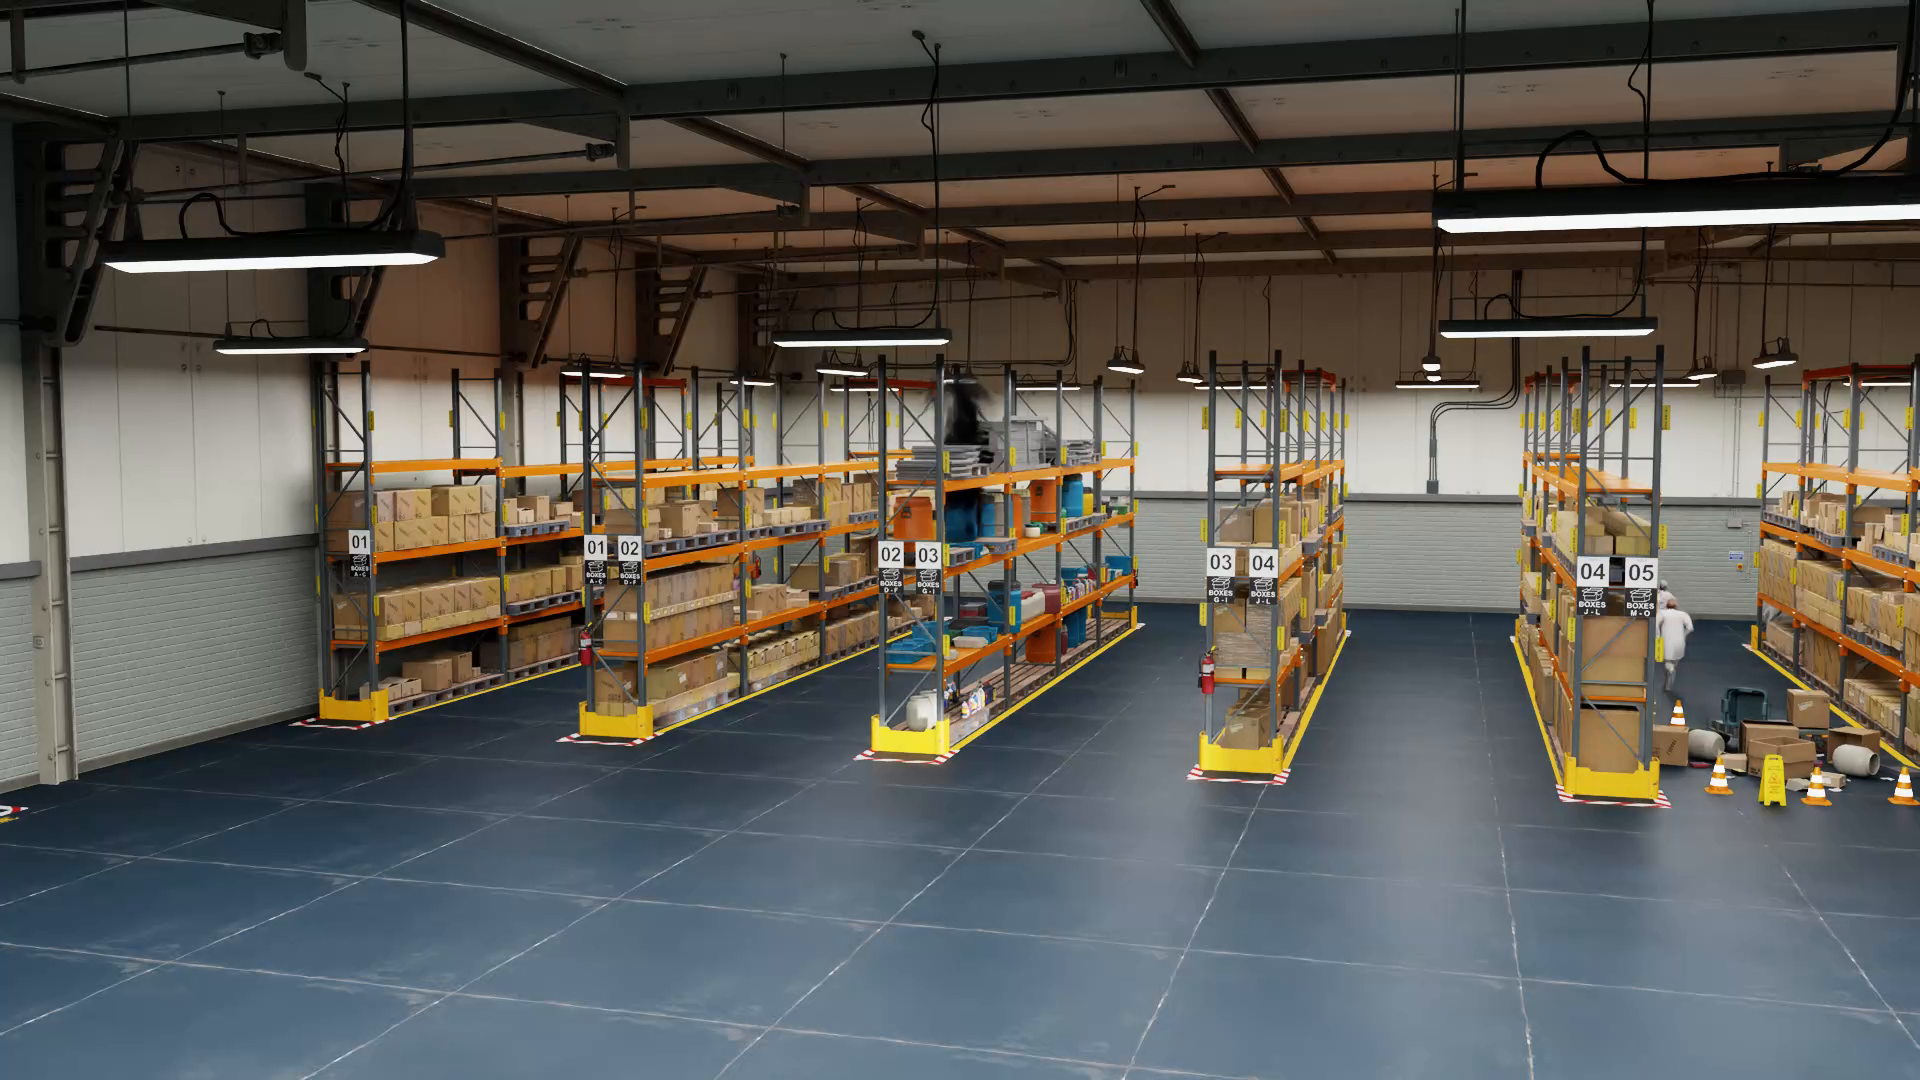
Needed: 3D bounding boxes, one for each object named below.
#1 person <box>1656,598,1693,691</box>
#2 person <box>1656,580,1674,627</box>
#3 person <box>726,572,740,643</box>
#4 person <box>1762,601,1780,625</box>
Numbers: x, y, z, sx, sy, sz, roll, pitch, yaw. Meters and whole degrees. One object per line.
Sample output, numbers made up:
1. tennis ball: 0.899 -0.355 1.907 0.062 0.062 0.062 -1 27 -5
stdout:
1. person: 13.128 1.964 30.628 0.699 1.731 0.820 1 4 18
2. person: 14.822 1.667 35.209 0.621 1.622 0.760 0 4 -3
3. person: -5.199 1.541 37.812 0.536 1.513 0.875 1 4 9
4. person: 18.320 1.518 37.398 0.561 1.622 0.560 1 4 9
